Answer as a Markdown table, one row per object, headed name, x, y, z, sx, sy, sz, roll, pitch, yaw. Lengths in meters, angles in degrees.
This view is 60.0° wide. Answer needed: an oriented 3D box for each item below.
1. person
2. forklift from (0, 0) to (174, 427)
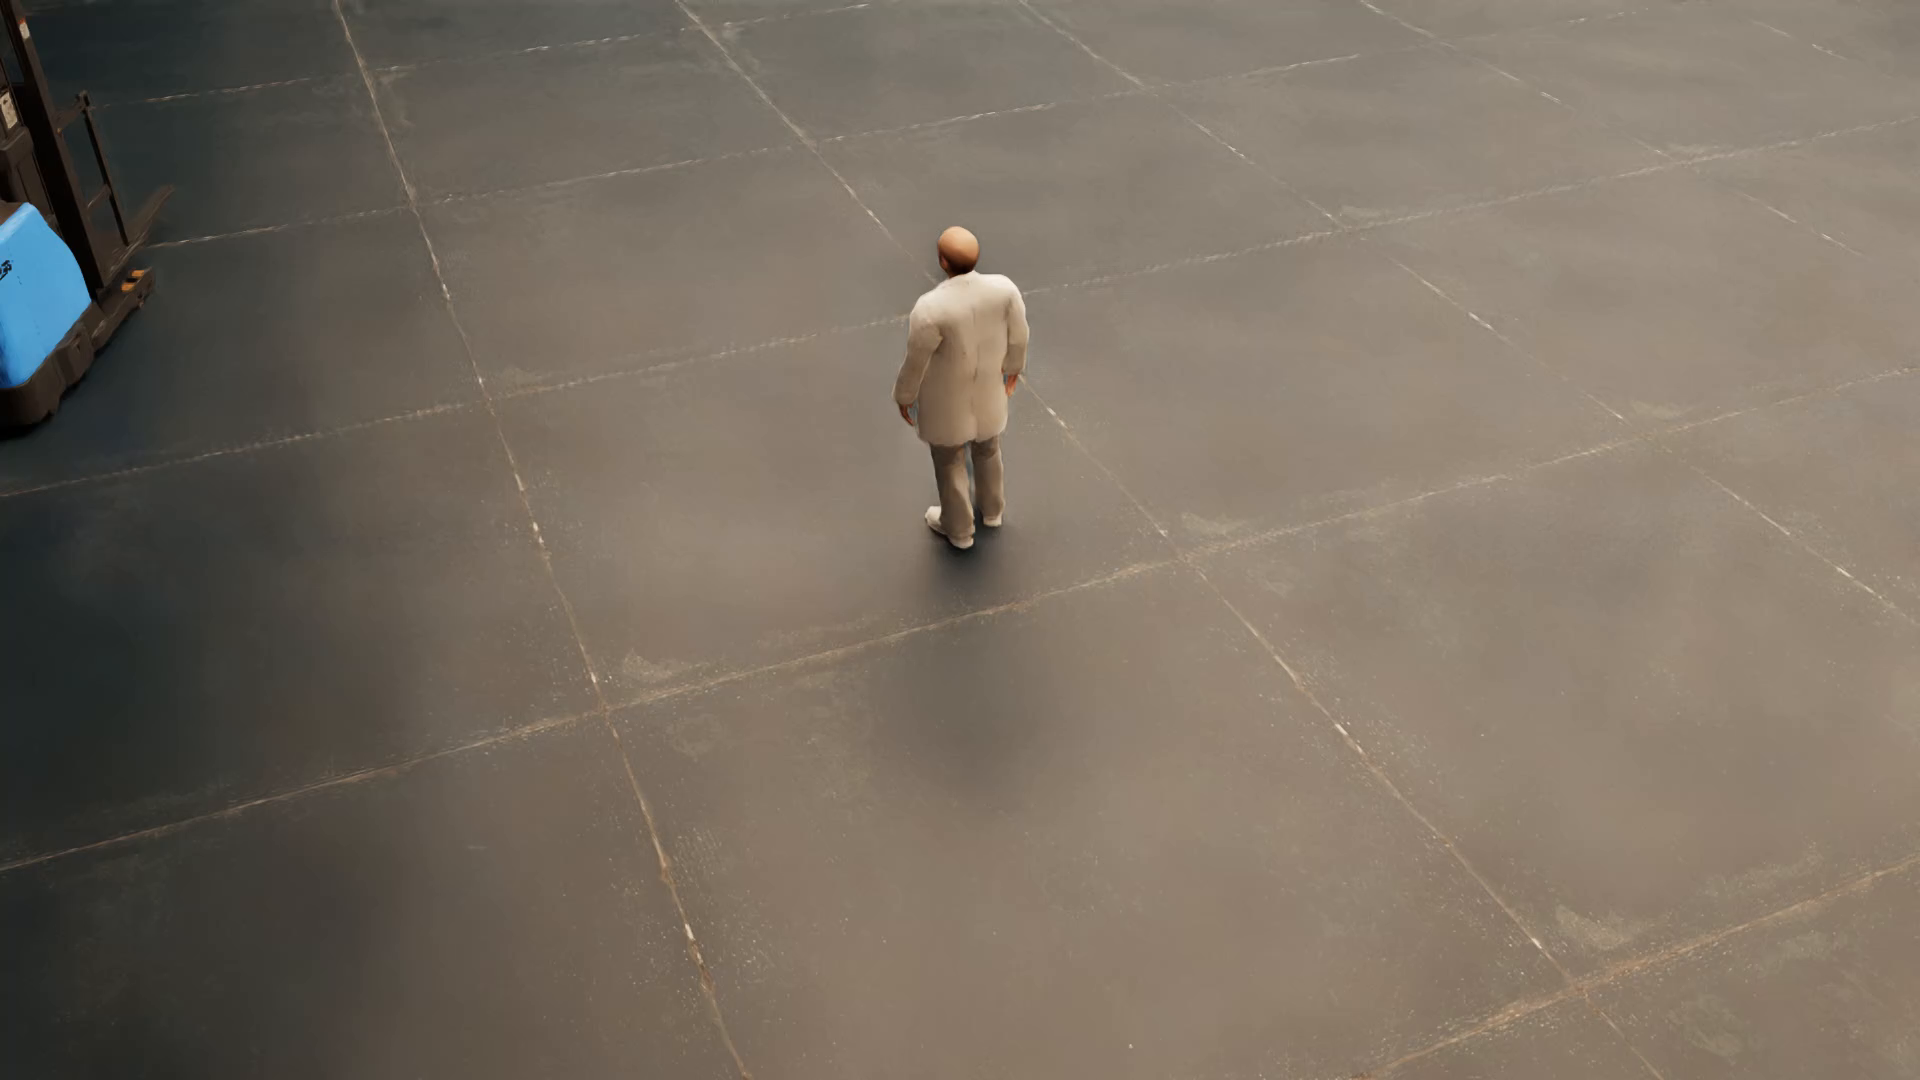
| name | x | y | z | sx | sy | sz | roll | pitch | yaw |
| --- | --- | --- | --- | --- | --- | --- | --- | --- | --- |
| person | -0.031 | -0.780 | 8.178 | 0.694 | 1.776 | 0.579 | -14 | 38 | -19 |
| forklift | -5.827 | -2.643 | 9.815 | 1.130 | 2.935 | 3.031 | -2 | 35 | -2 |
